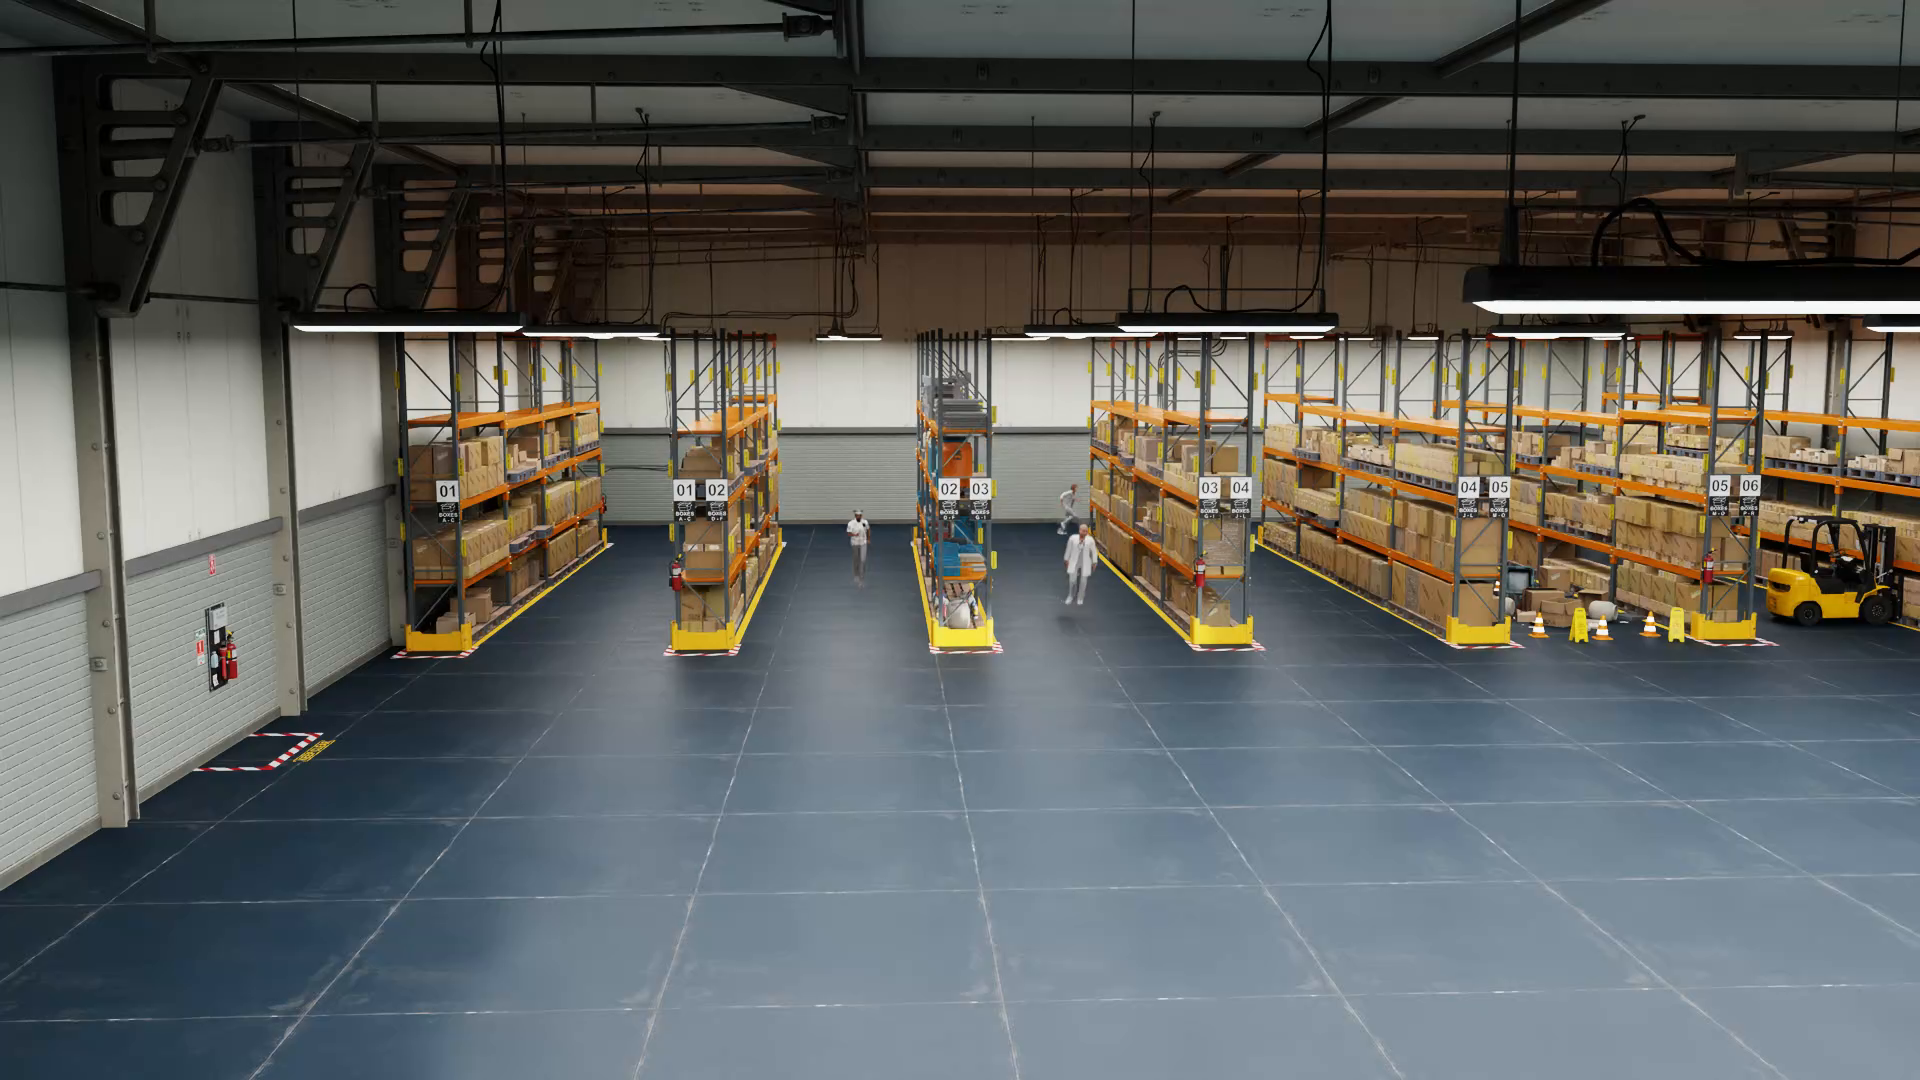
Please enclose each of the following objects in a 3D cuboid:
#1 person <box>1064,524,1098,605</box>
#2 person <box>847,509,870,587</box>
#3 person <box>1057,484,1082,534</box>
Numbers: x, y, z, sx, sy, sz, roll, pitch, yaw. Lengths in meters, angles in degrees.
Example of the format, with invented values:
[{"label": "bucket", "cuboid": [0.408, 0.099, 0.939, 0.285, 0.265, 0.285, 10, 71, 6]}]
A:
[{"label": "person", "cuboid": [2.510, 0.512, 34.596, 0.691, 1.726, 0.674, 0, 7, 0]}, {"label": "person", "cuboid": [-2.297, 0.151, 37.665, 0.531, 1.759, 0.815, 0, 7, -3]}, {"label": "person", "cuboid": [3.298, -0.928, 50.044, 0.735, 1.518, 0.509, 2, 7, 16]}]
